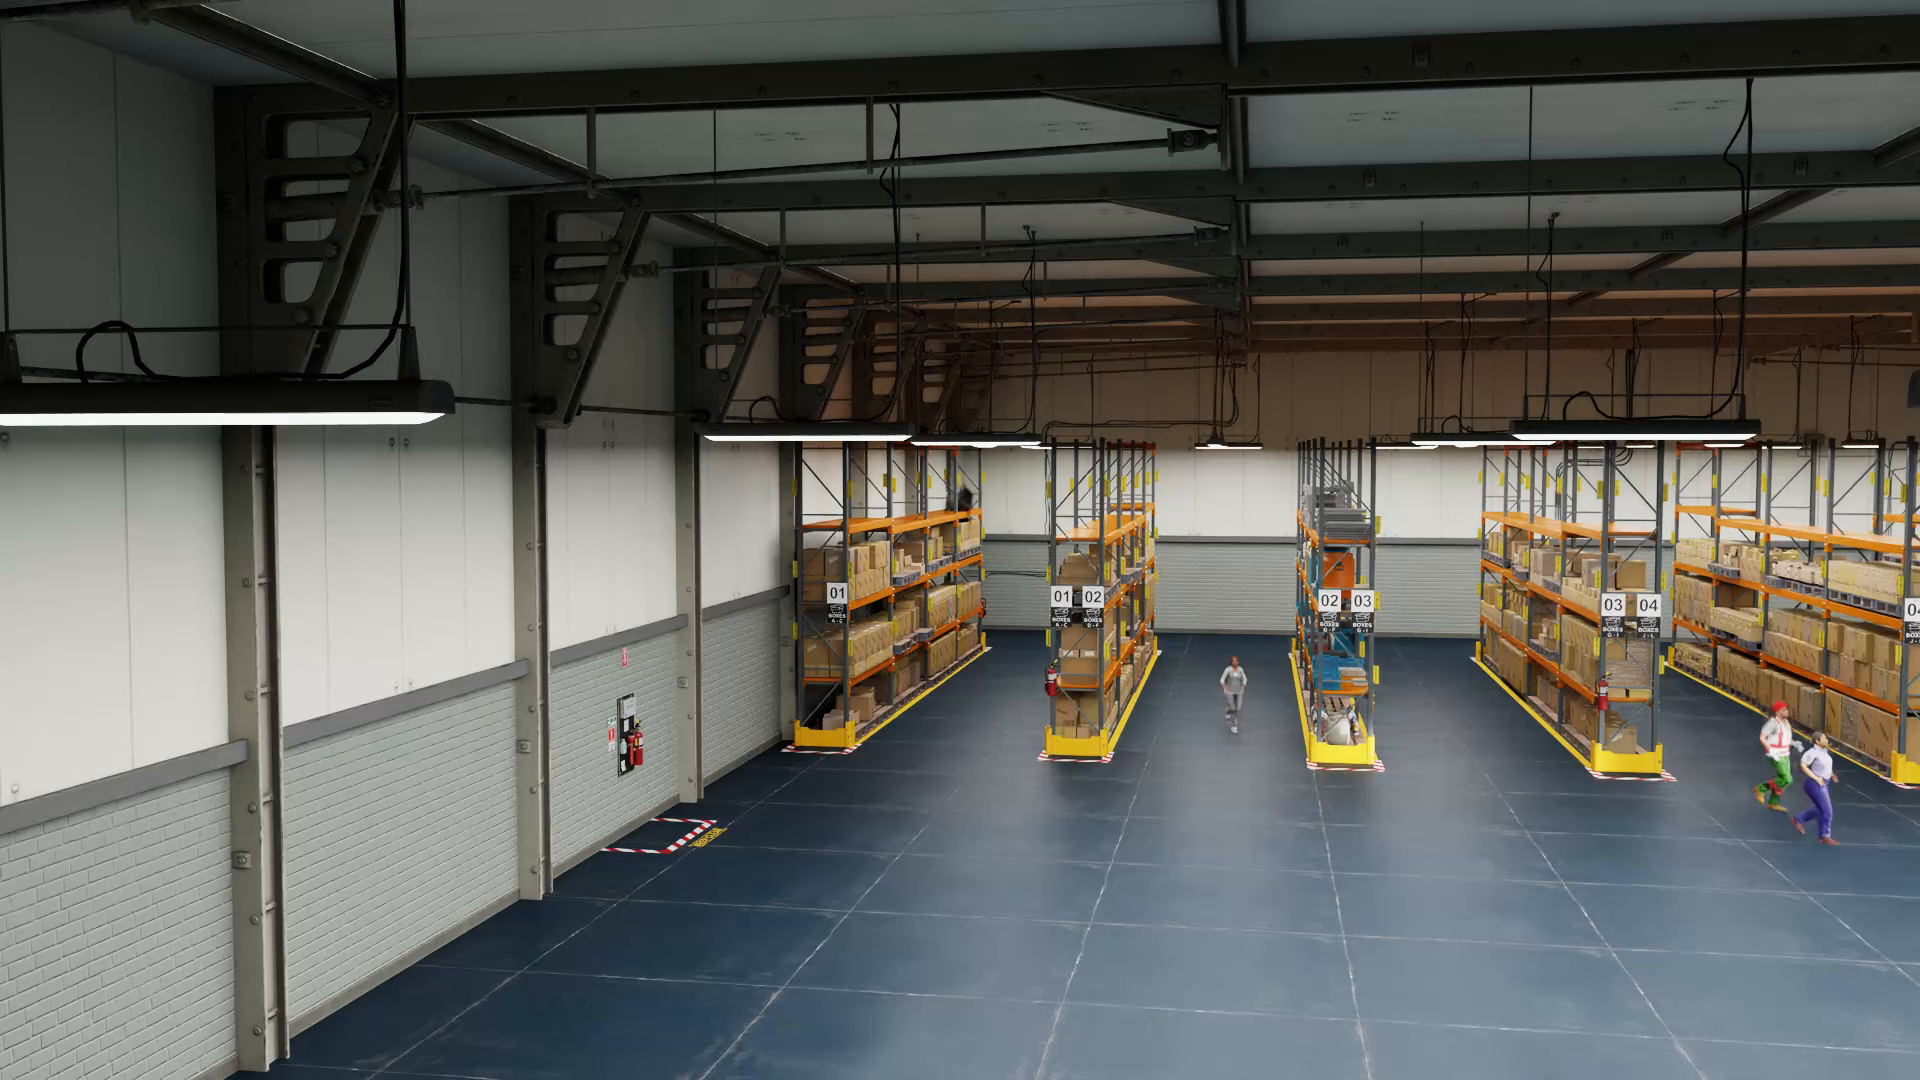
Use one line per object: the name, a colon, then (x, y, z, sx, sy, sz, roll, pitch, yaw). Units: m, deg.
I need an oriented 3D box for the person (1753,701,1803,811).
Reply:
person: (13.092, 3.444, 26.574, 0.643, 1.751, 0.628, -3, 4, -40)

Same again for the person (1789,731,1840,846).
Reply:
person: (12.560, 3.624, 24.419, 0.710, 1.643, 0.617, 3, 4, 42)

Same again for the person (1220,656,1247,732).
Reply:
person: (5.621, 3.154, 34.117, 0.542, 1.545, 0.546, 0, 3, -3)

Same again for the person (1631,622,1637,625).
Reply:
person: (17.646, 2.528, 43.742, 0.641, 1.737, 0.702, 1, 3, 16)
